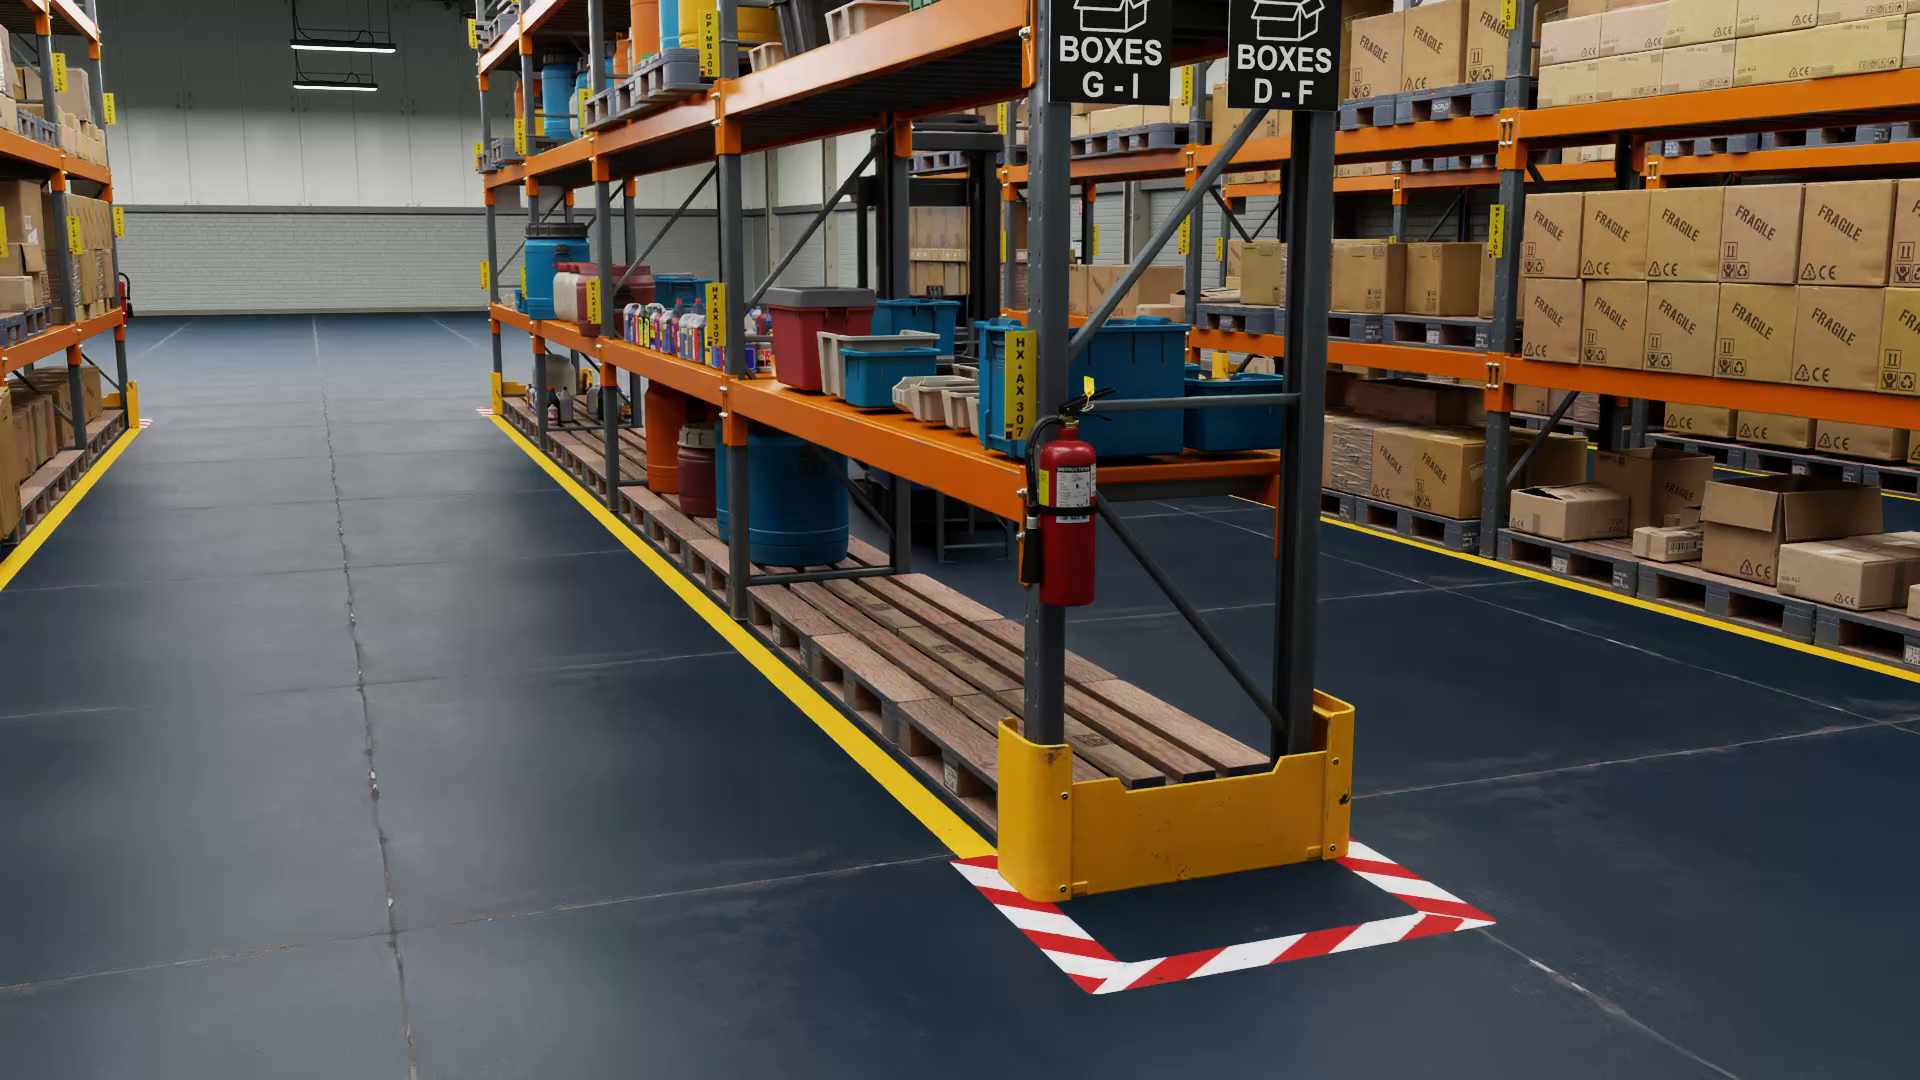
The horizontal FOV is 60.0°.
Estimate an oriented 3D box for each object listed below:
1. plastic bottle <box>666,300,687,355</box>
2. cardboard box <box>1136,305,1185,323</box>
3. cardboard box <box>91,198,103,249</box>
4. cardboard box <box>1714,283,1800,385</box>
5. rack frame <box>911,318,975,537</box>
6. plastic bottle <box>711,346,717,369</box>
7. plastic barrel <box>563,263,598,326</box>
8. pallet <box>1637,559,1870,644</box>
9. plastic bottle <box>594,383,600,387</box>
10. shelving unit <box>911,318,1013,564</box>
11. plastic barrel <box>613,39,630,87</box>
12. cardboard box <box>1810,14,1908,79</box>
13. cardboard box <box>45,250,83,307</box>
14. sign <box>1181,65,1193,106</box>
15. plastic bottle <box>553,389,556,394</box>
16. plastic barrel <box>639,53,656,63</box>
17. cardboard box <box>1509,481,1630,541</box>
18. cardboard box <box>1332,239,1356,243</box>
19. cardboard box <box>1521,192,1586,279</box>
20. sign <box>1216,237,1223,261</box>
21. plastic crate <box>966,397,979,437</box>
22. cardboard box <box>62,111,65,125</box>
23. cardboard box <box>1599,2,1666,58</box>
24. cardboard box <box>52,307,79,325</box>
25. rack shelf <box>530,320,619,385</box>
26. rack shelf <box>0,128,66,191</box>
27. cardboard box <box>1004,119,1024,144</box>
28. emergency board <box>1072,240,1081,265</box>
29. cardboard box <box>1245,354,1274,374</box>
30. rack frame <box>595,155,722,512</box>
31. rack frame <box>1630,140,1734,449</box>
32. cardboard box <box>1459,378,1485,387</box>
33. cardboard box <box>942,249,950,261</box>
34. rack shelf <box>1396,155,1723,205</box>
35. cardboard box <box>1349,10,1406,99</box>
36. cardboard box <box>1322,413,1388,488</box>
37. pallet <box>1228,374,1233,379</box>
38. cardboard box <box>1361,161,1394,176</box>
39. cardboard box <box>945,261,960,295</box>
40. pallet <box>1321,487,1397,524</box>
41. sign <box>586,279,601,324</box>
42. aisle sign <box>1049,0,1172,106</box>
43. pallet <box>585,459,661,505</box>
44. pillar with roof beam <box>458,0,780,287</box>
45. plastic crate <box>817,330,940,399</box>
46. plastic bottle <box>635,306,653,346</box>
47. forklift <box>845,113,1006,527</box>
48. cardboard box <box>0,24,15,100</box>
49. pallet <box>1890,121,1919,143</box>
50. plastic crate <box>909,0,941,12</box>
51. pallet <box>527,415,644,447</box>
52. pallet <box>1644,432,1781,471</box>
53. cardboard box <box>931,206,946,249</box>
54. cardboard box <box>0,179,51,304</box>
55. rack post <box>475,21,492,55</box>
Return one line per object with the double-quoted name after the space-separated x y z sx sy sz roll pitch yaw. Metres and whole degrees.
-1.798 -1.360 10.640 0.144 0.351 0.185 -4 11 -21 "plastic bottle"
1.825 -2.047 15.081 0.380 0.149 0.250 -4 11 -21 "cardboard box"
-8.930 -3.170 16.687 0.500 0.500 0.500 -4 11 -21 "cardboard box"
4.342 -1.089 8.694 0.500 0.500 0.500 -4 11 -22 "cardboard box"
-0.145 -0.773 11.482 0.500 1.500 0.032 -2 10 -13 "rack frame"
-1.337 -1.117 9.491 0.152 0.276 0.135 -4 11 -21 "plastic bottle"
-3.251 -2.158 14.598 0.433 0.535 0.433 0 10 0 "plastic barrel"
4.551 0.296 9.154 1.003 0.211 1.213 -4 11 -21 "pallet"
-3.969 -1.594 18.340 0.152 0.276 0.135 -4 11 -20 "plastic bottle"
-0.025 -0.686 10.996 0.538 1.500 1.048 -2 10 -13 "shelving unit"
-2.542 -3.671 13.700 0.600 0.830 0.708 -4 11 -21 "plastic barrel"
4.511 -2.369 8.036 0.500 0.250 0.500 -4 11 -21 "cardboard box"
-8.381 -2.339 14.872 0.875 0.500 0.500 -4 11 -21 "cardboard box"
1.888 -3.778 13.827 0.100 0.325 0.005 -4 11 -21 "sign"
-4.262 -1.442 17.459 0.061 0.283 0.133 -4 11 -21 "plastic bottle"
-2.040 -3.147 11.229 0.294 0.245 0.294 0 10 0 "plastic barrel"
3.808 -0.199 10.397 0.500 0.311 0.500 -4 11 -21 "cardboard box"
4.929 -3.453 20.499 0.500 0.500 0.500 -4 11 -21 "cardboard box"
3.766 -1.835 10.033 0.500 0.500 0.500 -4 11 -19 "cardboard box"
3.619 -4.054 23.175 0.100 0.325 0.005 -4 11 -21 "sign"
0.225 -0.443 5.929 0.396 0.136 0.243 -4 11 -21 "plastic crate"
-8.345 -3.823 15.073 0.380 0.149 0.250 -4 11 -21 "cardboard box"
3.985 -2.861 9.376 0.500 0.250 0.500 -4 11 -21 "cardboard box"
-8.073 -1.997 14.799 0.380 0.149 0.250 -4 11 -21 "cardboard box"
-2.935 -1.700 14.467 1.077 0.370 4.000 -4 11 -21 "rack shelf"
-7.551 -2.863 12.437 1.077 0.370 4.000 -4 11 -21 "rack shelf"
0.826 -4.590 18.751 0.500 0.311 0.500 -5 11 -24 "cardboard box"
2.150 -4.988 30.898 0.194 1.169 0.643 -4 11 -21 "emergency board"
4.292 -2.437 22.974 0.500 0.311 0.500 -5 11 -27 "cardboard box"
-2.210 -1.728 12.569 1.000 3.000 0.127 -4 11 -21 "rack frame"
7.024 -2.357 16.103 1.000 3.000 0.127 -4 11 -21 "rack frame"
6.091 -1.795 18.829 0.700 0.500 0.500 -4 11 -22 "cardboard box"
0.007 -3.387 19.760 0.380 0.149 0.250 -4 11 -20 "cardboard box"
6.299 -3.806 17.739 1.077 0.370 4.000 -4 11 -21 "rack shelf"
3.258 -3.475 12.057 0.600 0.600 0.600 -4 11 -23 "cardboard box"
2.873 -0.683 12.576 0.500 0.500 0.500 -4 11 -23 "cardboard box"
4.414 -2.142 22.861 1.003 0.211 1.213 -4 11 -21 "pallet"
5.160 -4.613 19.878 0.500 0.500 0.500 -4 11 -19 "cardboard box"
0.230 -3.067 19.812 0.700 0.500 0.500 -4 11 -19 "cardboard box"
3.082 -0.346 12.761 1.003 0.211 1.213 -4 11 -21 "pallet"
-2.720 -1.772 12.352 0.100 0.325 0.005 -4 11 -21 "sign"
0.442 -1.672 4.830 0.394 0.787 0.004 -4 11 -21 "aisle sign"
-2.454 -0.484 13.538 1.003 0.211 1.213 -4 11 -21 "pallet"
-9.699 -11.180 48.578 9.100 9.000 0.548 -4 11 -21 "pillar with roof beam"
-0.379 -0.785 7.436 0.437 0.282 0.530 -4 11 -21 "plastic crate"
-2.187 -1.500 11.643 0.152 0.276 0.135 -4 11 -21 "plastic bottle"
-0.283 -1.750 12.891 1.130 2.935 3.031 -2 10 -11 "forklift"
-7.126 -3.443 11.935 0.500 0.500 0.500 -4 11 -23 "cardboard box"
8.095 -3.233 13.011 0.805 0.209 1.217 -4 11 -23 "pallet"
0.066 -1.937 5.787 0.450 0.188 0.336 -4 11 -21 "plastic crate"
-3.864 -1.120 17.115 1.003 0.211 1.213 -4 11 -21 "pallet"
7.239 -0.850 15.597 1.003 0.211 1.213 -4 11 -21 "pallet"
0.065 -3.782 20.127 0.700 0.500 0.500 -4 11 -21 "cardboard box"
-8.118 -2.430 13.604 1.000 1.000 1.000 -4 11 -21 "cardboard box"
-4.954 -5.610 18.689 0.937 0.300 0.954 -3 10 -15 "rack post"
